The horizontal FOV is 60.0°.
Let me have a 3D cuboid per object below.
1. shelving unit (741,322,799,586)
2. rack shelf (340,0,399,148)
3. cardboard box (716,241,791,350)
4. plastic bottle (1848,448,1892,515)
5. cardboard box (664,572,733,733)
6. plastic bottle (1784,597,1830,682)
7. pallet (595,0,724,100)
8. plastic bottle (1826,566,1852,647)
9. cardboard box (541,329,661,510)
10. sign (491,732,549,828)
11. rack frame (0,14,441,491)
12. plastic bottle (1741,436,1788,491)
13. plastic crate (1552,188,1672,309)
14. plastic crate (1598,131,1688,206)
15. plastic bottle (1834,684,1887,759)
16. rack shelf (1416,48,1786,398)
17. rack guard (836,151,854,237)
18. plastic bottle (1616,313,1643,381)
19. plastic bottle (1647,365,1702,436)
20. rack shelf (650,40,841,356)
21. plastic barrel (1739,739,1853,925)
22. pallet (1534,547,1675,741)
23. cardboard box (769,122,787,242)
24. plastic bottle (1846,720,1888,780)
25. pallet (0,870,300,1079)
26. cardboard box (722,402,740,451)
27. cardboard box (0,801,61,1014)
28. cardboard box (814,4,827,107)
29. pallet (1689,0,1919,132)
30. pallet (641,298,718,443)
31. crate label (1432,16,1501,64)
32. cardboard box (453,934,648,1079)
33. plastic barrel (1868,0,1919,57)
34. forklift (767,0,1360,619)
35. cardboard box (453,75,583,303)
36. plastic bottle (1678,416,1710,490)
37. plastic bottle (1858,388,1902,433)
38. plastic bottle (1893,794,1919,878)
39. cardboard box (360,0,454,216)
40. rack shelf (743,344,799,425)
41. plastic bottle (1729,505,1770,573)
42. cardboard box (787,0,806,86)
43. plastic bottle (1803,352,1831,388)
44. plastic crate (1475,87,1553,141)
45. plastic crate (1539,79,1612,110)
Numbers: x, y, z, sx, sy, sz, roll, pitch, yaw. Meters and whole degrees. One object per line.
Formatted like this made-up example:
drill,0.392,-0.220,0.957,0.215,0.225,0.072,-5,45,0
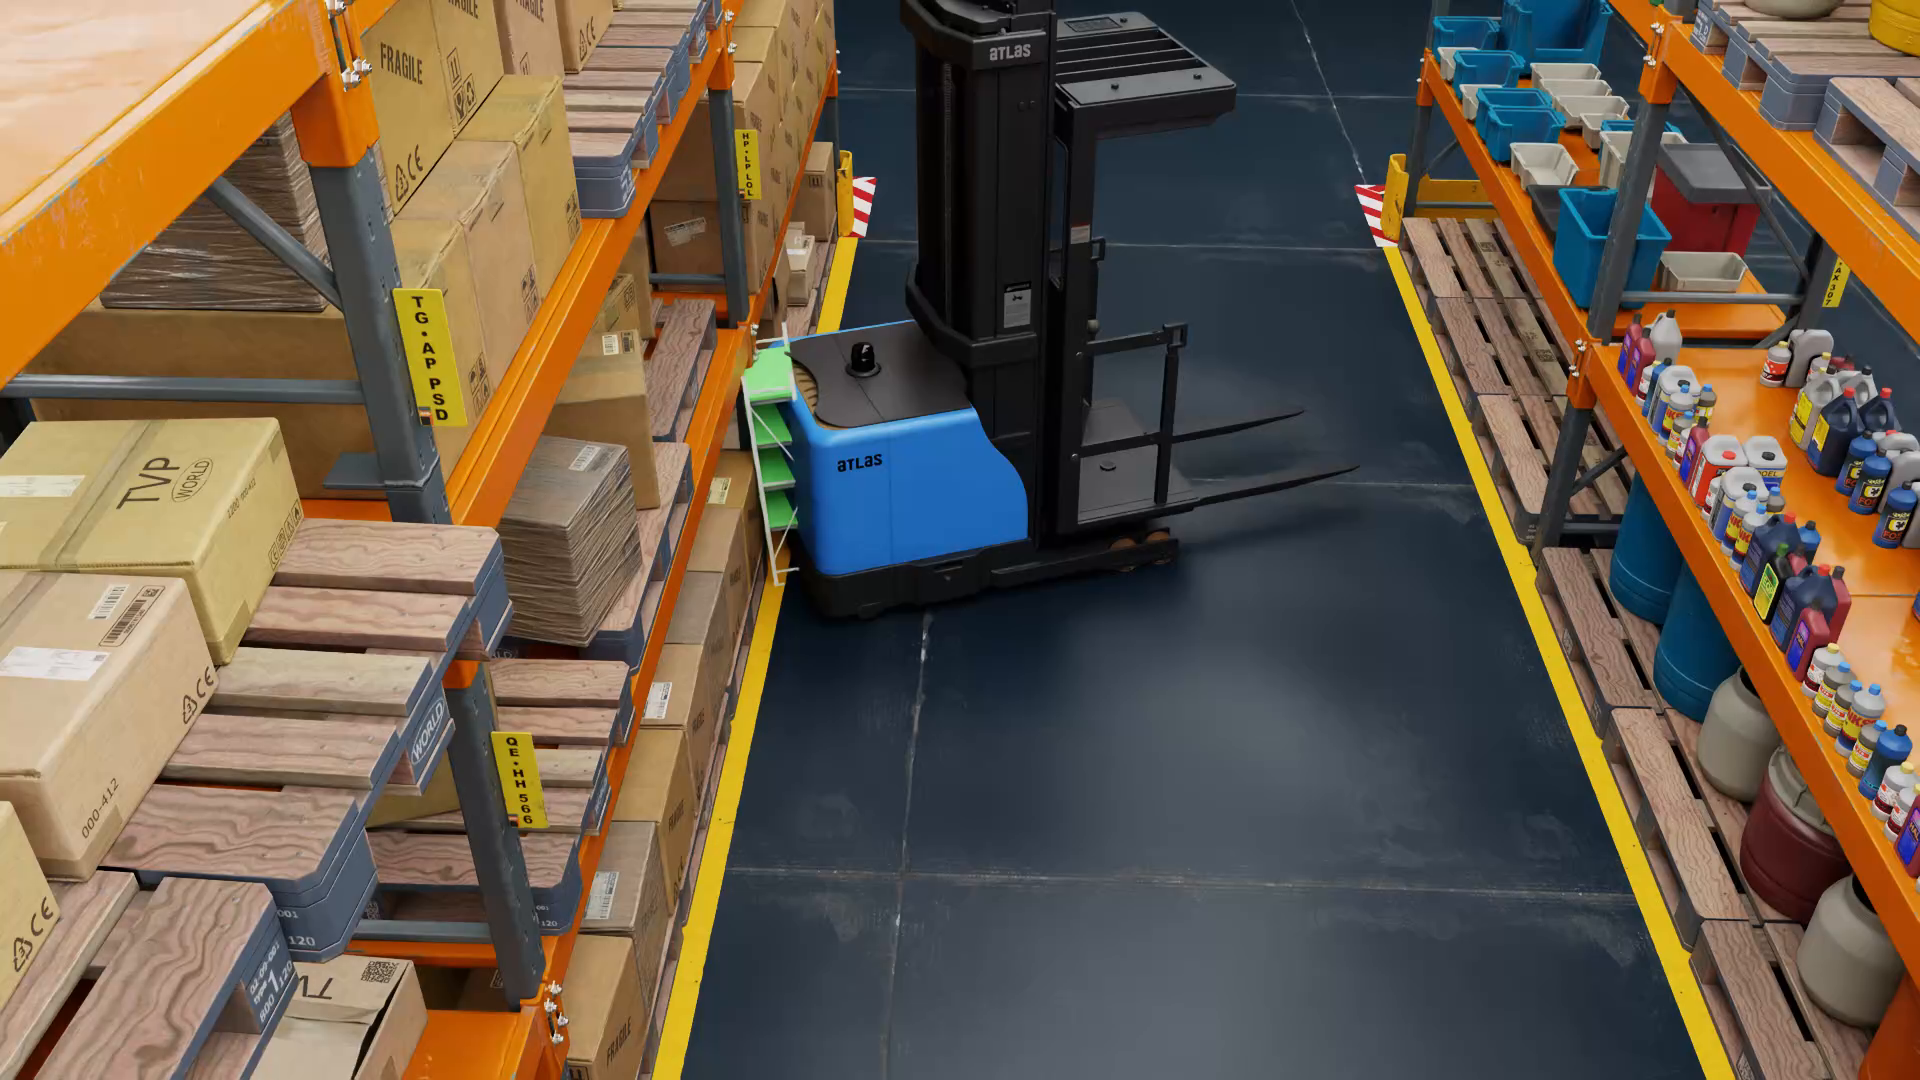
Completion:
shelving unit,-0.890,-0.414,8.226,0.258,1.200,0.503,-8,35,-5
rack shelf,-1.588,-2.072,4.792,1.077,0.370,4.000,1,35,2
cardboard box,-1.437,-1.463,9.957,0.797,0.503,0.637,1,35,2
plastic bottle,3.583,-0.237,6.536,0.097,0.271,0.097,0,35,0
cardboard box,-1.289,0.480,7.195,0.500,0.500,0.500,2,35,2
plastic bottle,2.917,0.339,5.707,0.061,0.283,0.133,1,35,2
pallet,-1.604,-2.002,6.491,1.213,0.211,1.003,1,35,2
plastic bottle,3.069,0.236,5.853,0.061,0.283,0.133,1,35,2
cardboard box,-1.516,-0.421,6.234,0.700,0.500,0.500,-7,36,-10
sign,-1.113,0.611,4.211,0.100,0.325,0.005,1,35,2
rack frame,-1.668,-1.381,2.835,1.000,3.000,0.127,1,35,2
plastic bottle,3.158,-0.265,6.572,0.152,0.276,0.135,1,35,2
plastic crate,3.120,-1.402,8.044,0.392,0.384,0.575,1,35,2
plastic crate,3.687,-1.957,8.923,0.437,0.282,0.530,1,35,2
plastic bottle,2.919,0.578,5.376,0.097,0.271,0.097,0,35,0
rack shelf,3.522,-1.963,9.506,1.077,0.370,4.000,1,35,2
rack guard,-1.350,-2.457,11.756,1.175,0.500,0.348,1,35,2
plastic bottle,3.001,-0.860,7.412,0.061,0.283,0.133,1,35,2
plastic bottle,3.028,-0.590,7.035,0.152,0.276,0.135,1,35,2
rack shelf,-1.427,-2.080,9.672,1.077,0.370,4.000,1,35,2
plastic barrel,3.329,1.074,6.290,0.600,0.588,0.708,1,35,2
pallet,3.369,0.475,7.836,1.003,0.211,1.213,1,35,2
cardboard box,-1.197,-1.847,8.627,0.500,0.500,0.500,2,35,3
plastic bottle,2.915,0.663,5.317,0.097,0.201,0.097,0,35,0
pallet,-1.648,0.958,2.280,1.003,0.211,1.213,3,35,4
cardboard box,-1.274,-0.541,8.812,0.500,0.311,0.500,1,35,2
cardboard box,-1.667,0.628,2.351,0.500,0.250,0.500,1,35,1
cardboard box,-1.110,-3.002,10.272,0.500,0.500,0.500,2,35,2
pallet,3.508,-1.806,6.212,1.213,0.211,1.003,1,35,2
pallet,-1.648,-0.690,7.235,1.003,0.211,1.213,1,35,2
crate label,3.264,-3.228,10.774,0.416,0.233,0.303,1,35,2
cardboard box,-1.364,1.661,5.515,0.500,0.500,0.500,3,35,4
plastic barrel,3.608,-2.055,5.874,0.600,0.588,0.600,0,35,0
forklift,0.595,-1.315,8.018,3.031,2.935,1.130,-11,37,-15
cardboard box,-1.643,-1.038,4.868,0.910,0.500,0.500,1,35,2
plastic bottle,2.965,-0.349,6.686,0.061,0.283,0.133,1,35,2
plastic bottle,3.725,-0.446,6.765,0.144,0.351,0.185,1,35,2
plastic bottle,2.881,0.863,4.961,0.061,0.283,0.133,1,35,2
cardboard box,-1.624,-1.147,4.154,0.500,0.500,0.500,1,35,2
rack shelf,-0.917,-0.753,7.986,0.258,0.148,0.480,-8,35,-5
plastic bottle,2.960,-0.011,6.215,0.097,0.271,0.097,0,35,0
cardboard box,-1.146,-2.828,9.154,0.500,0.500,0.500,2,35,3
plastic bottle,3.772,-0.726,7.293,0.097,0.201,0.097,0,35,0
plastic crate,3.211,-2.472,9.697,0.416,0.233,0.300,1,35,2
plastic crate,3.725,-2.684,10.083,0.396,0.136,0.243,1,35,2
